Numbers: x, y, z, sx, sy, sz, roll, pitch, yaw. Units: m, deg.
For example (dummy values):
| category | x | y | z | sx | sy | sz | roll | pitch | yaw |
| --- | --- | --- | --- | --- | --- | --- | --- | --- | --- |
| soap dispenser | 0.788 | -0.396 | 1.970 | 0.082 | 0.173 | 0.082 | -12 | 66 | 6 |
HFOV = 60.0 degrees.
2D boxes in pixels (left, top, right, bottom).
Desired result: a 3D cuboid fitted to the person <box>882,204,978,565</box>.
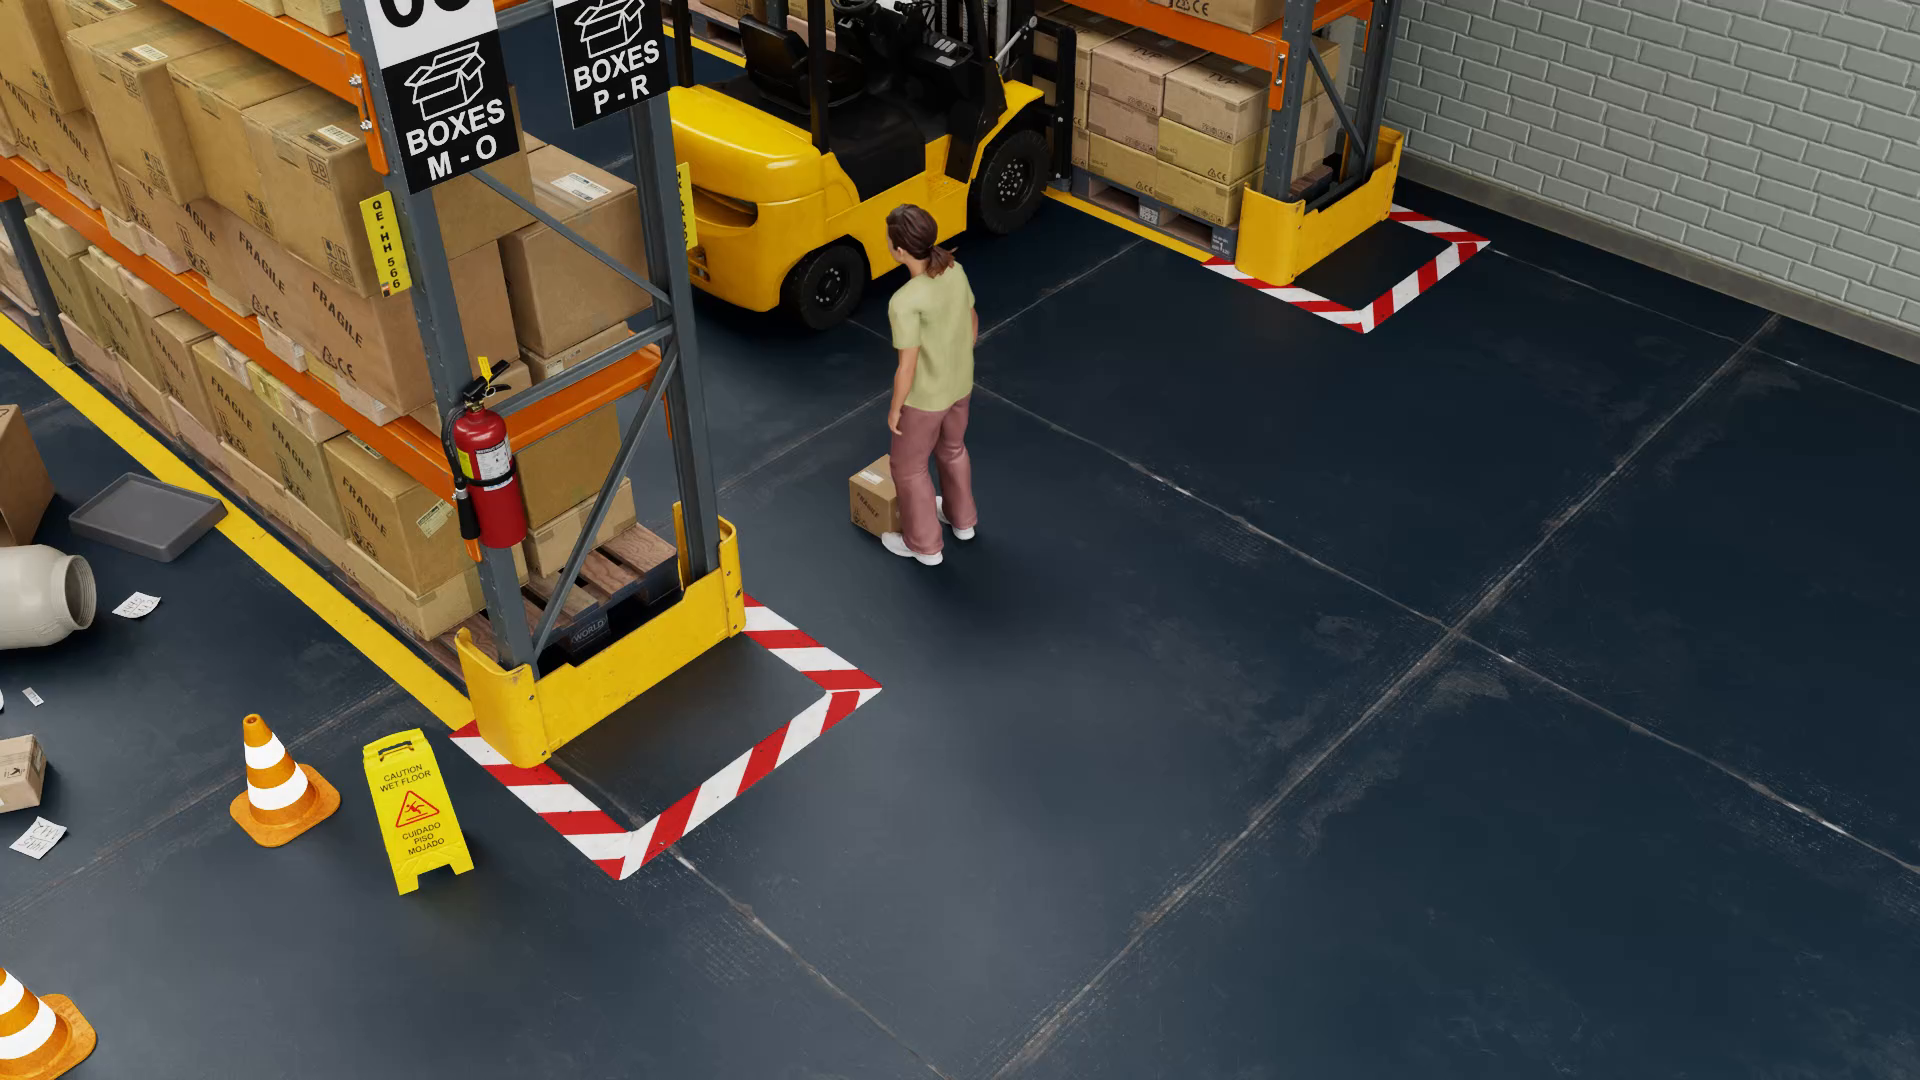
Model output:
| category | x | y | z | sx | sy | sz | roll | pitch | yaw |
| --- | --- | --- | --- | --- | --- | --- | --- | --- | --- |
| person | -0.132 | -0.629 | 6.920 | 0.359 | 1.671 | 0.516 | 27 | 47 | 29 |
